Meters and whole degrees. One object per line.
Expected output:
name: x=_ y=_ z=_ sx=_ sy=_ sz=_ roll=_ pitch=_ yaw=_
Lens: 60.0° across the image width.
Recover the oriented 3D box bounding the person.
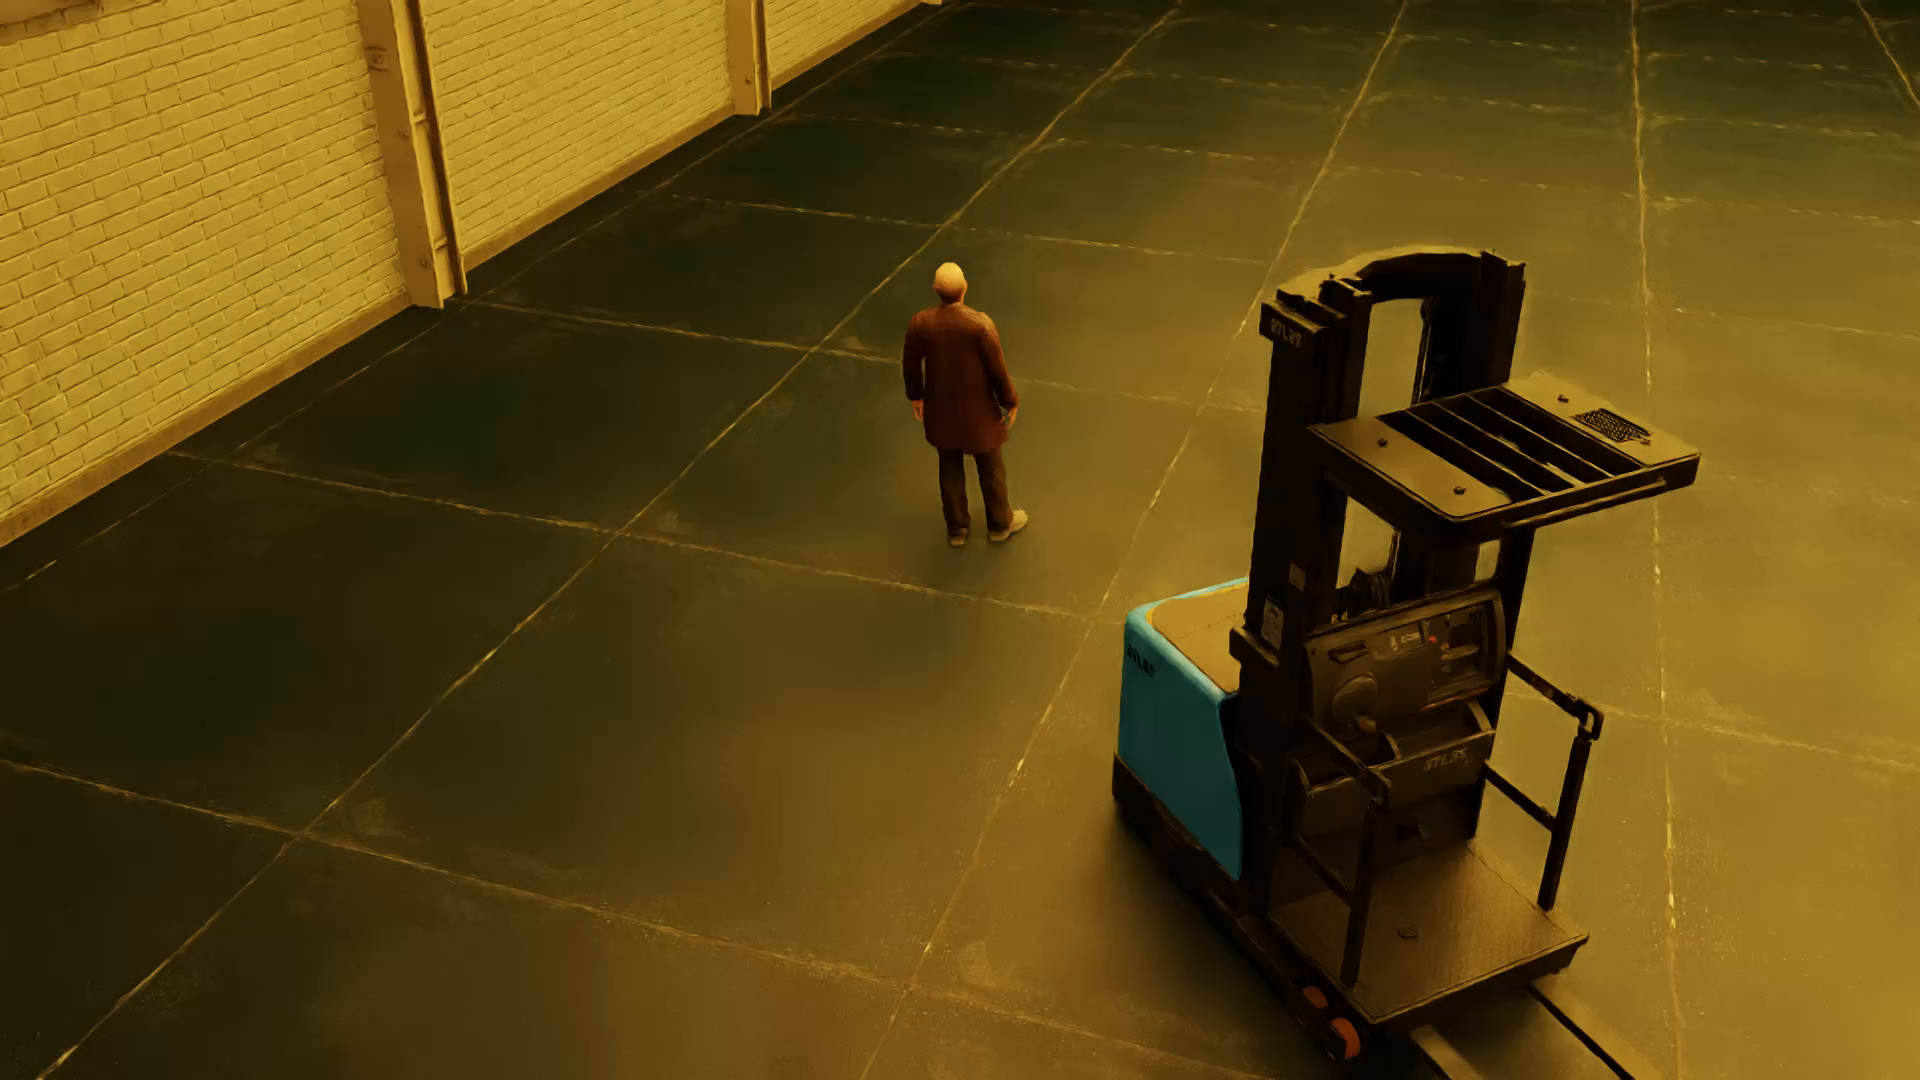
person: x=0.034 y=-0.820 z=9.726 sx=0.694 sy=1.776 sz=0.580 roll=10 pitch=31 yaw=16

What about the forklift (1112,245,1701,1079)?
forklift: x=1.817 y=0.516 z=6.232 sx=1.130 sy=2.935 sz=3.031 roll=-14 pitch=32 yaw=-22
